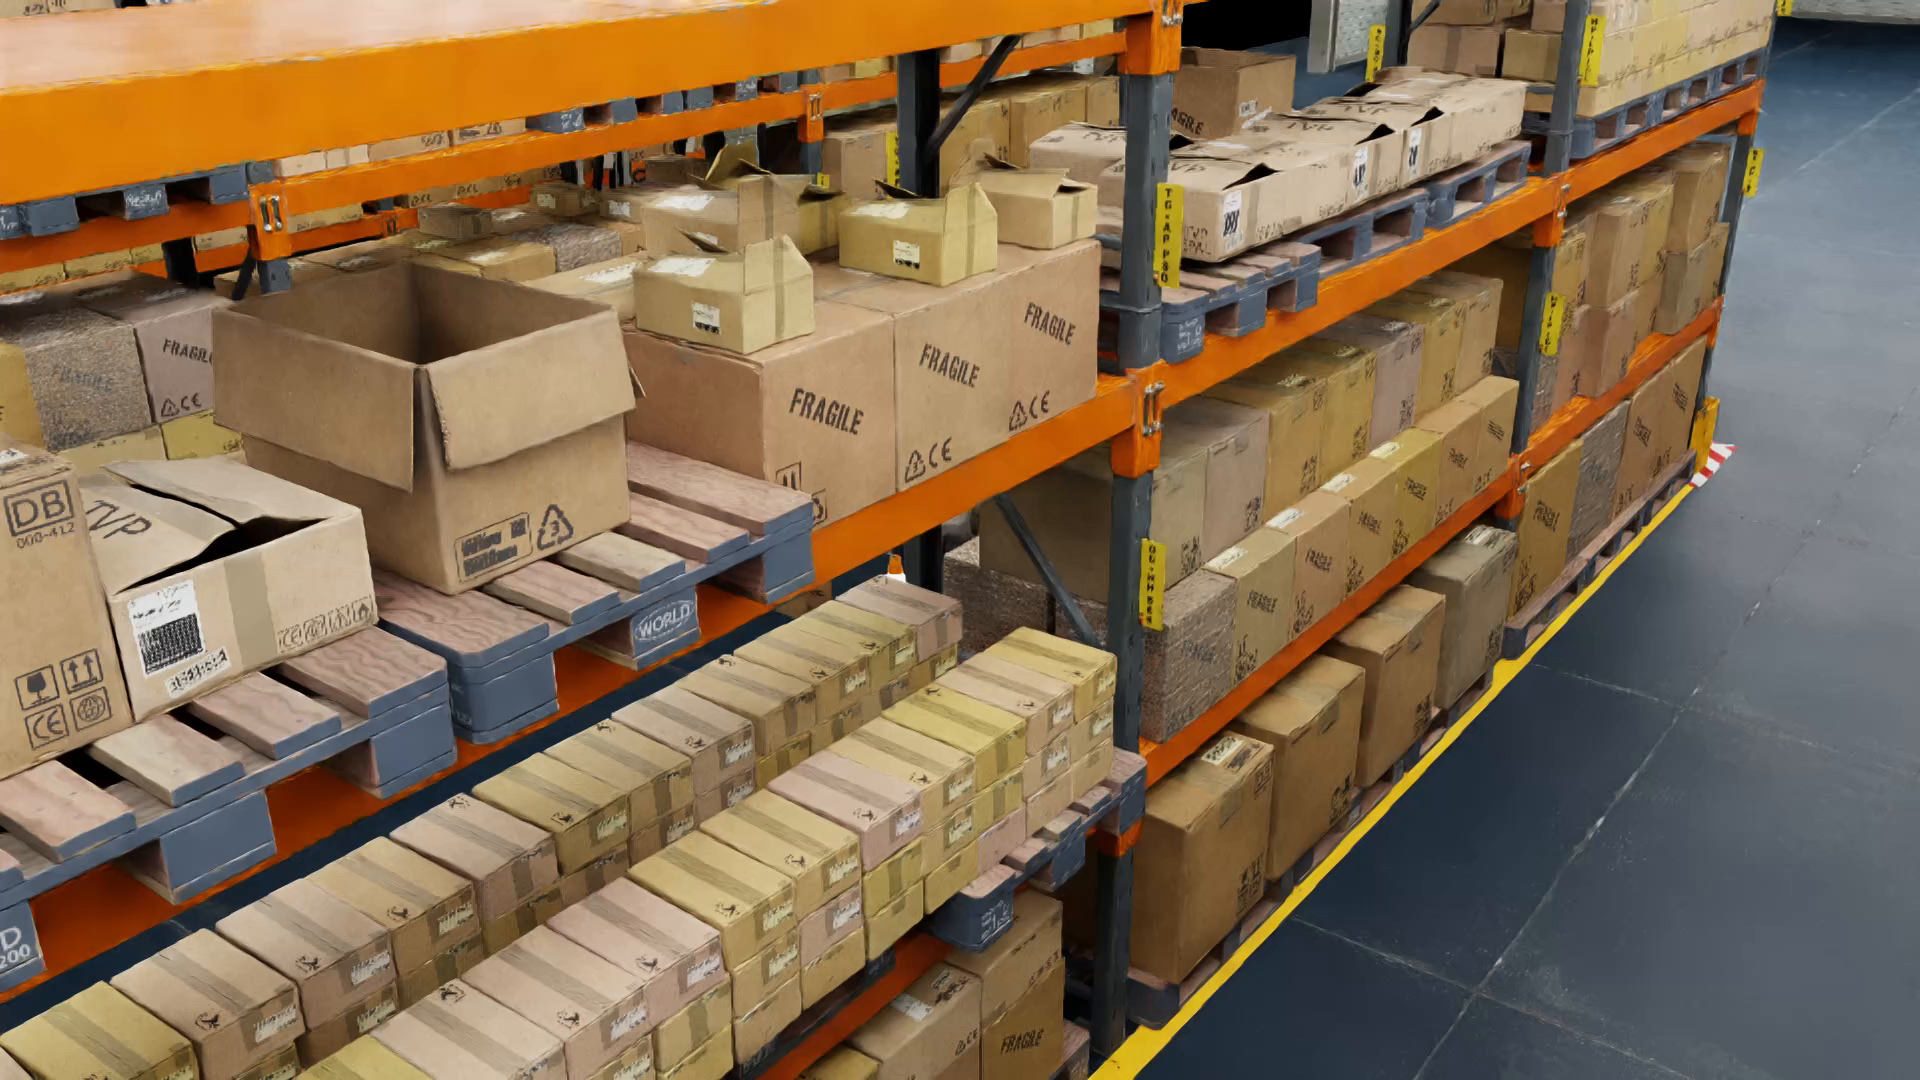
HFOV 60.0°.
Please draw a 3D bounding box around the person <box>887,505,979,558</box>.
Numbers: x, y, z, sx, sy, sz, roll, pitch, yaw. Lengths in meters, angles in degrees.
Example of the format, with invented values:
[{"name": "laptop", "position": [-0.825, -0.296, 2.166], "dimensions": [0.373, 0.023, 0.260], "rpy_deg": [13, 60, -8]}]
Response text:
[{"name": "person", "position": [-0.088, -0.060, 9.221], "dimensions": [0.635, 1.678, 0.505], "rpy_deg": [-9, 25, -19]}]
